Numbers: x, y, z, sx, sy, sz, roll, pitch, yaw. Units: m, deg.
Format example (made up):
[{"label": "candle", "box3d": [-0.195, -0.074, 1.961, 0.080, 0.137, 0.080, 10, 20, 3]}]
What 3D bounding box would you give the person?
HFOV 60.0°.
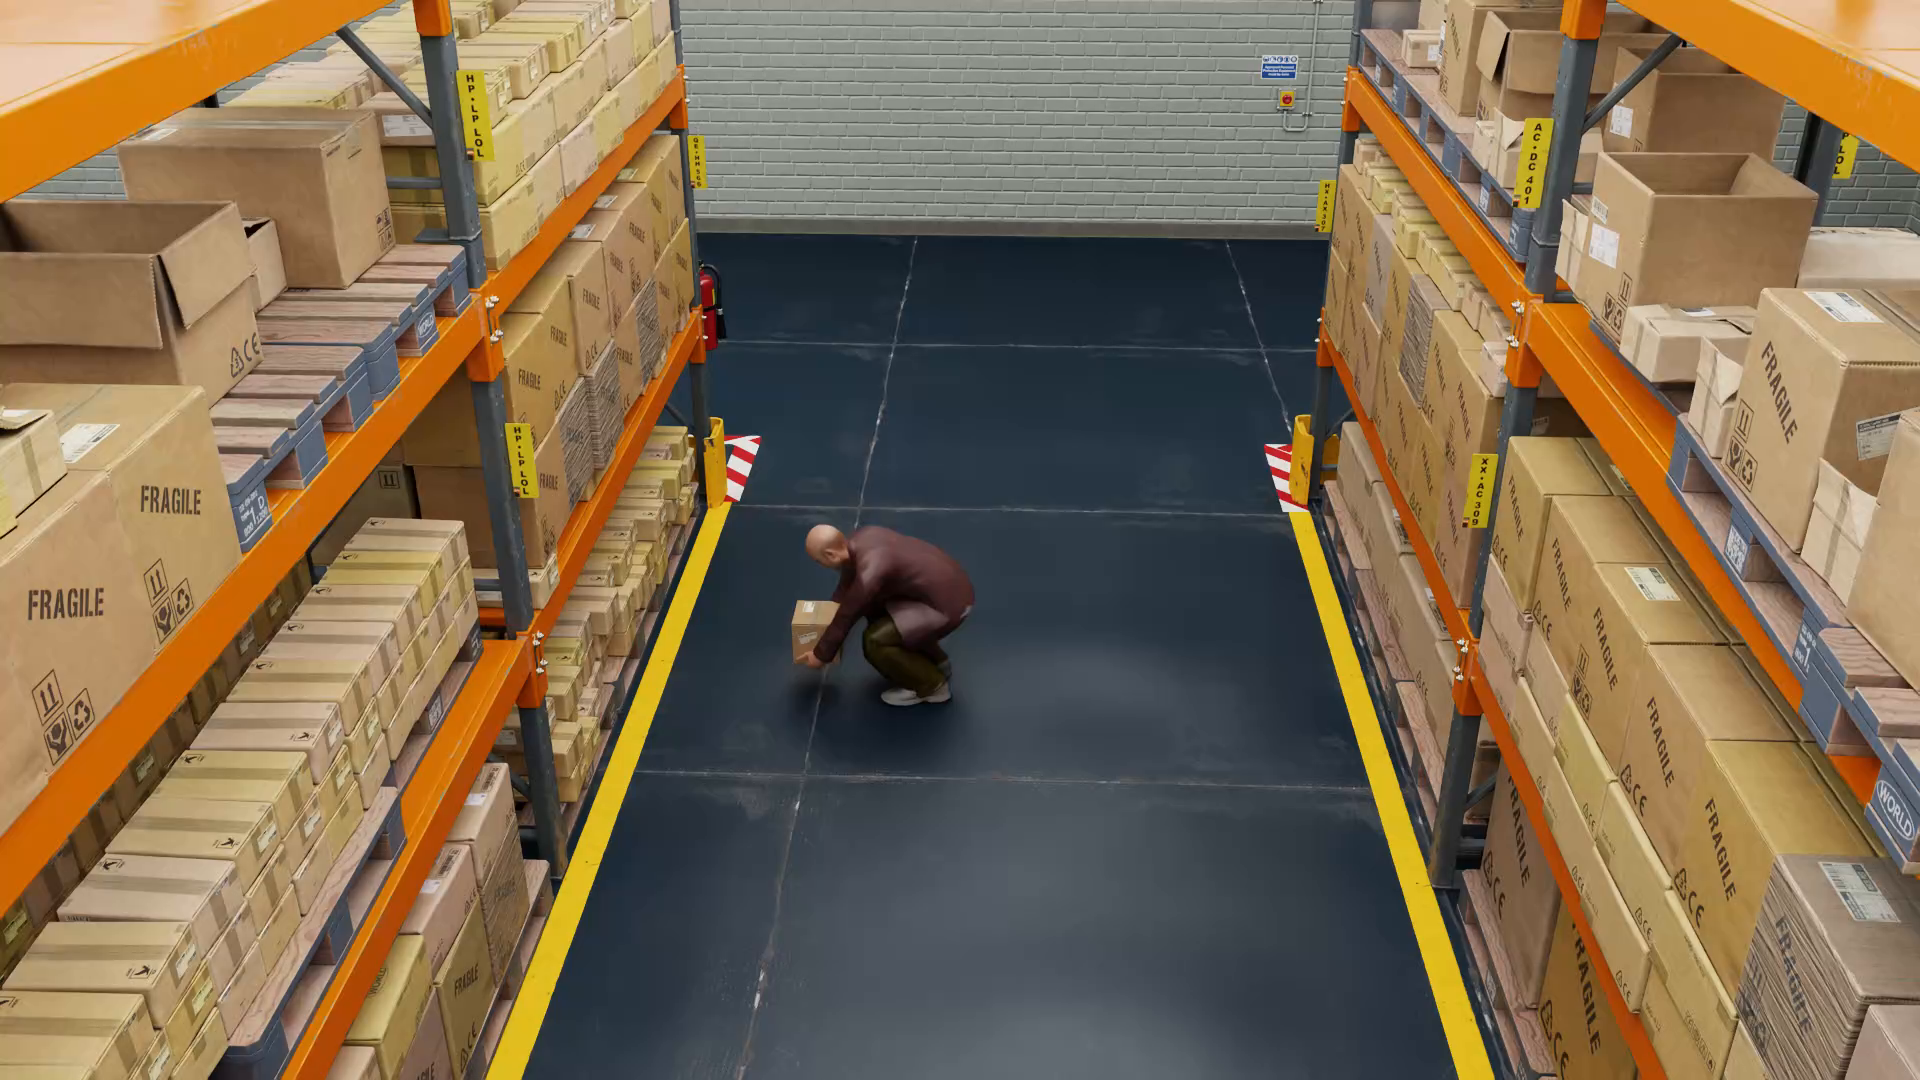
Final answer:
[{"label": "person", "box3d": [-0.393, 0.353, 8.805, 0.948, 1.000, 0.581, 0, 28, 1]}]
